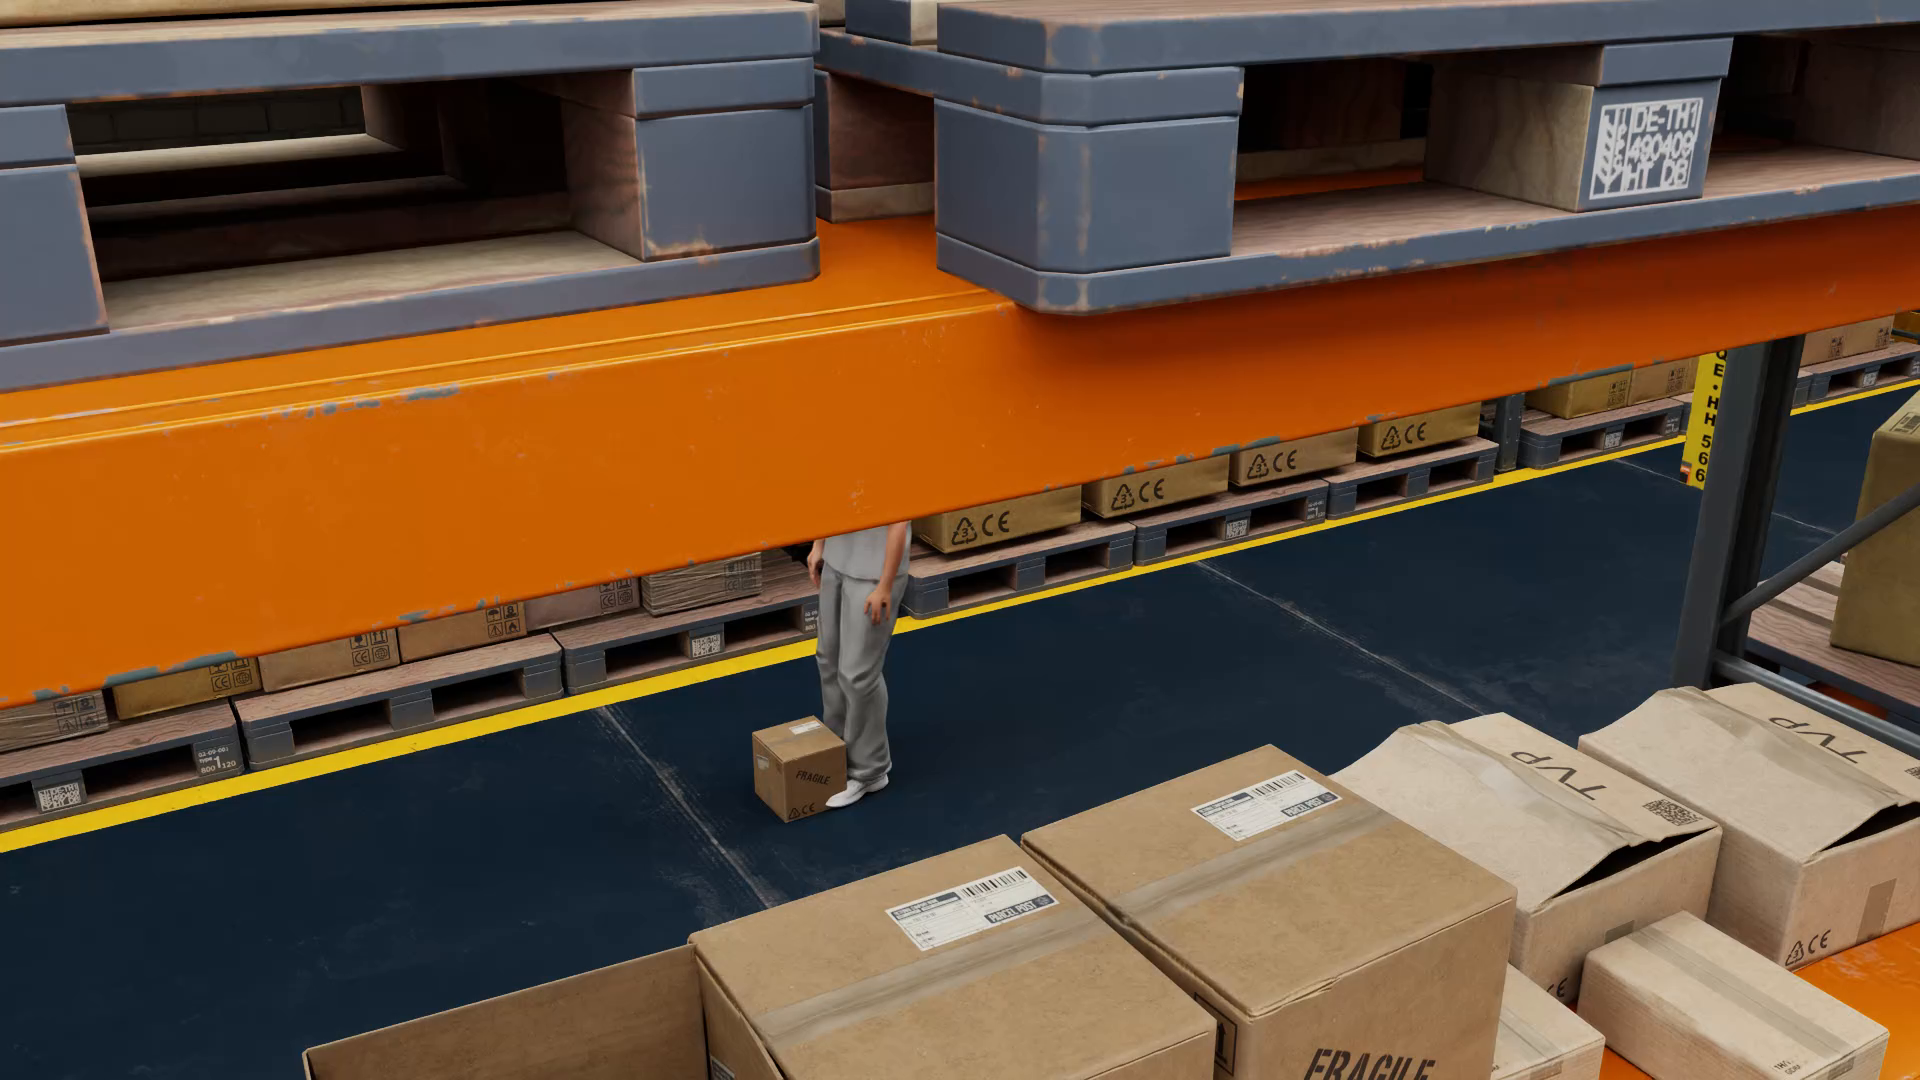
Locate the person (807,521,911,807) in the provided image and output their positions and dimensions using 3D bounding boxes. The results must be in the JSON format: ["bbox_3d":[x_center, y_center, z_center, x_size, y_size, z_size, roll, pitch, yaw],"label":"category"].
[{"bbox_3d":[-0.387,0.115,5.802,0.408,1.673,0.513,-14,26,-31],"label":"person"}]
